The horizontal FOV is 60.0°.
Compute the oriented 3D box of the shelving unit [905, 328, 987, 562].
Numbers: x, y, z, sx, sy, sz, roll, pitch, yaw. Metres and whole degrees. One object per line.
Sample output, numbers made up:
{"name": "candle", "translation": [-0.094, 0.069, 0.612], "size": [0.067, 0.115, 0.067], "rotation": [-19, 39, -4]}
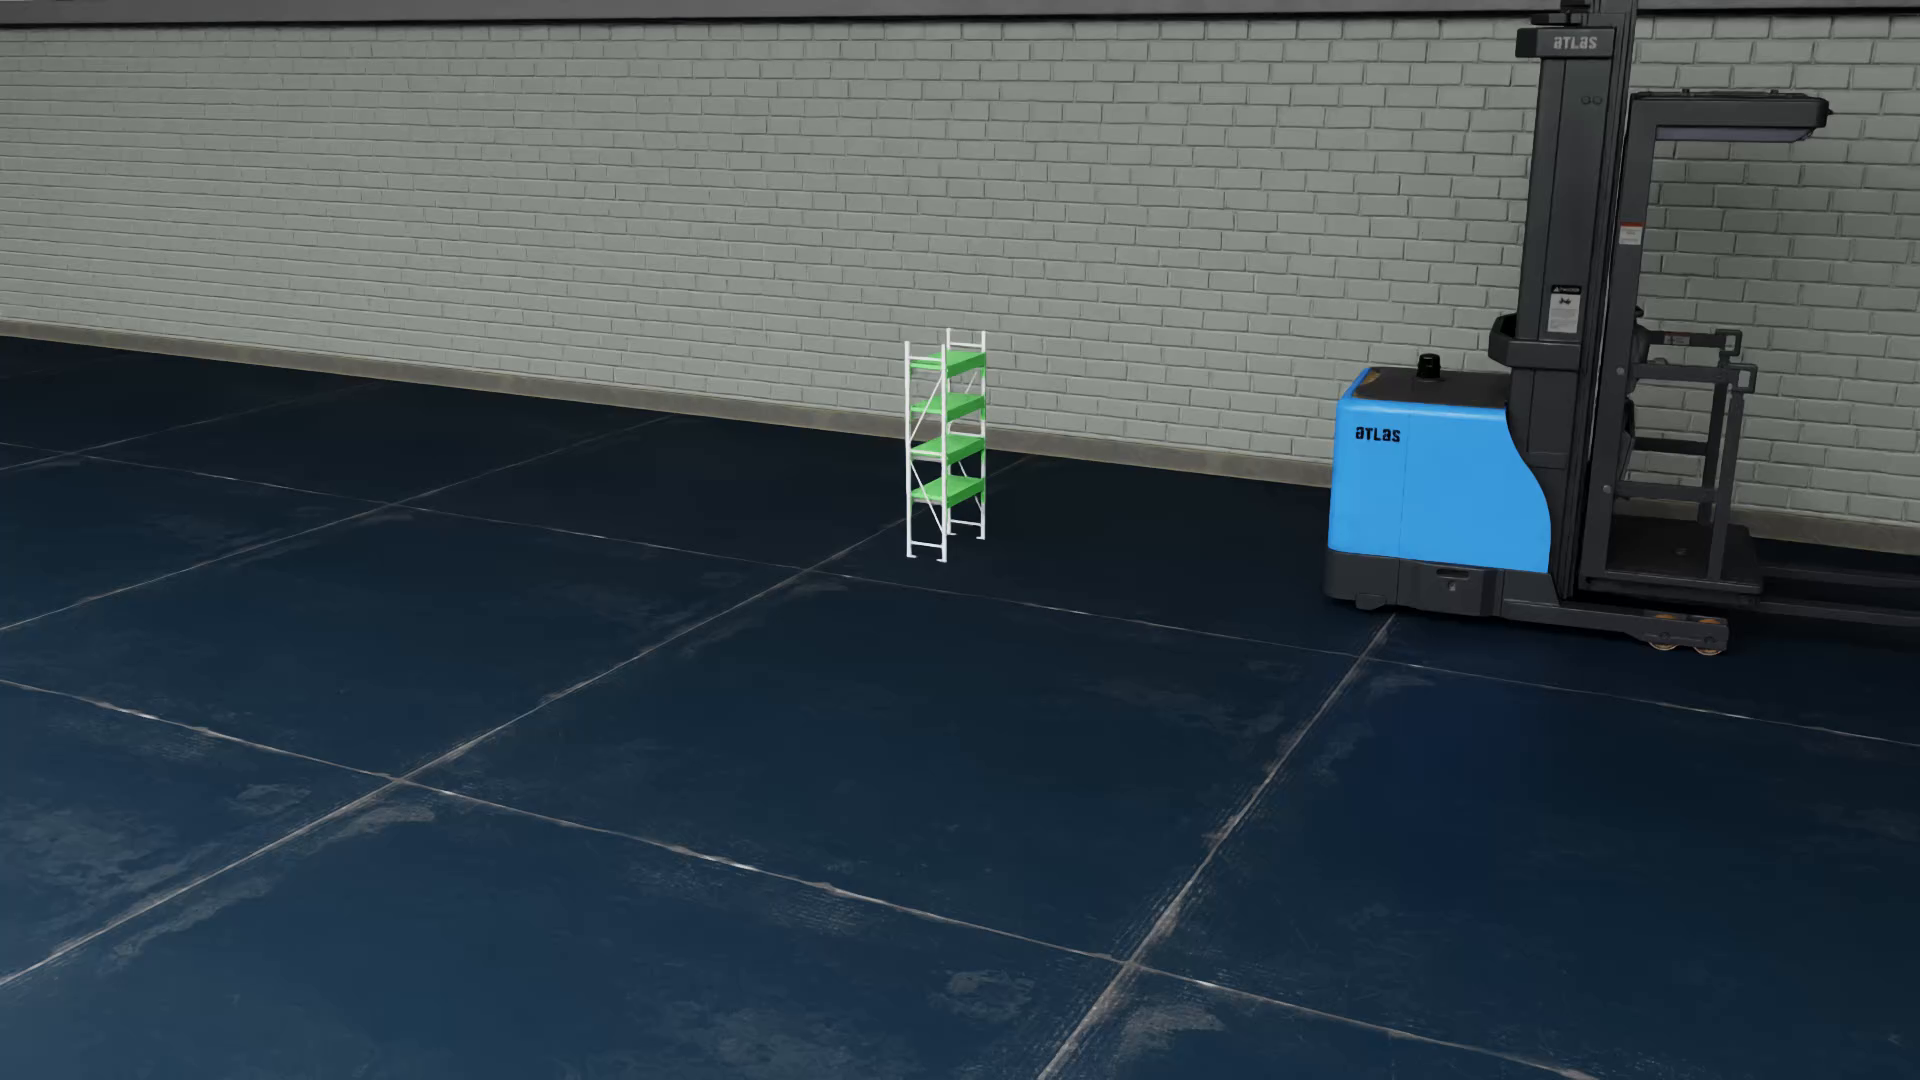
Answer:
{"name": "shelving unit", "translation": [-0.074, -0.533, 9.212], "size": [0.258, 1.200, 0.503], "rotation": [8, 18, 25]}

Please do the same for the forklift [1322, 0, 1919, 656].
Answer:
{"name": "forklift", "translation": [3.396, -1.040, 7.877], "size": [3.031, 2.935, 1.130], "rotation": [6, 18, 20]}

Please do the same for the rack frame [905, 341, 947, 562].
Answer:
{"name": "rack frame", "translation": [-0.183, -0.471, 9.002], "size": [0.240, 1.200, 0.015], "rotation": [8, 18, 25]}

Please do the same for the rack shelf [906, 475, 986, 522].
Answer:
{"name": "rack shelf", "translation": [-0.074, -0.242, 9.298], "size": [0.258, 0.148, 0.480], "rotation": [8, 18, 25]}

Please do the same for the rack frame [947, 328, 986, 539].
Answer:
{"name": "rack frame", "translation": [0.035, -0.595, 9.421], "size": [0.240, 1.200, 0.015], "rotation": [8, 18, 25]}

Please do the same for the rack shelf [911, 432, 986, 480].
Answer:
{"name": "rack shelf", "translation": [-0.074, -0.472, 9.230], "size": [0.258, 0.148, 0.480], "rotation": [8, 18, 25]}

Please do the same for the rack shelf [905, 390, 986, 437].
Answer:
{"name": "rack shelf", "translation": [-0.074, -0.702, 9.161], "size": [0.258, 0.148, 0.480], "rotation": [8, 18, 25]}

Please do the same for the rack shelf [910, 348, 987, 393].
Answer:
{"name": "rack shelf", "translation": [-0.074, -0.932, 9.093], "size": [0.258, 0.148, 0.480], "rotation": [8, 18, 25]}
